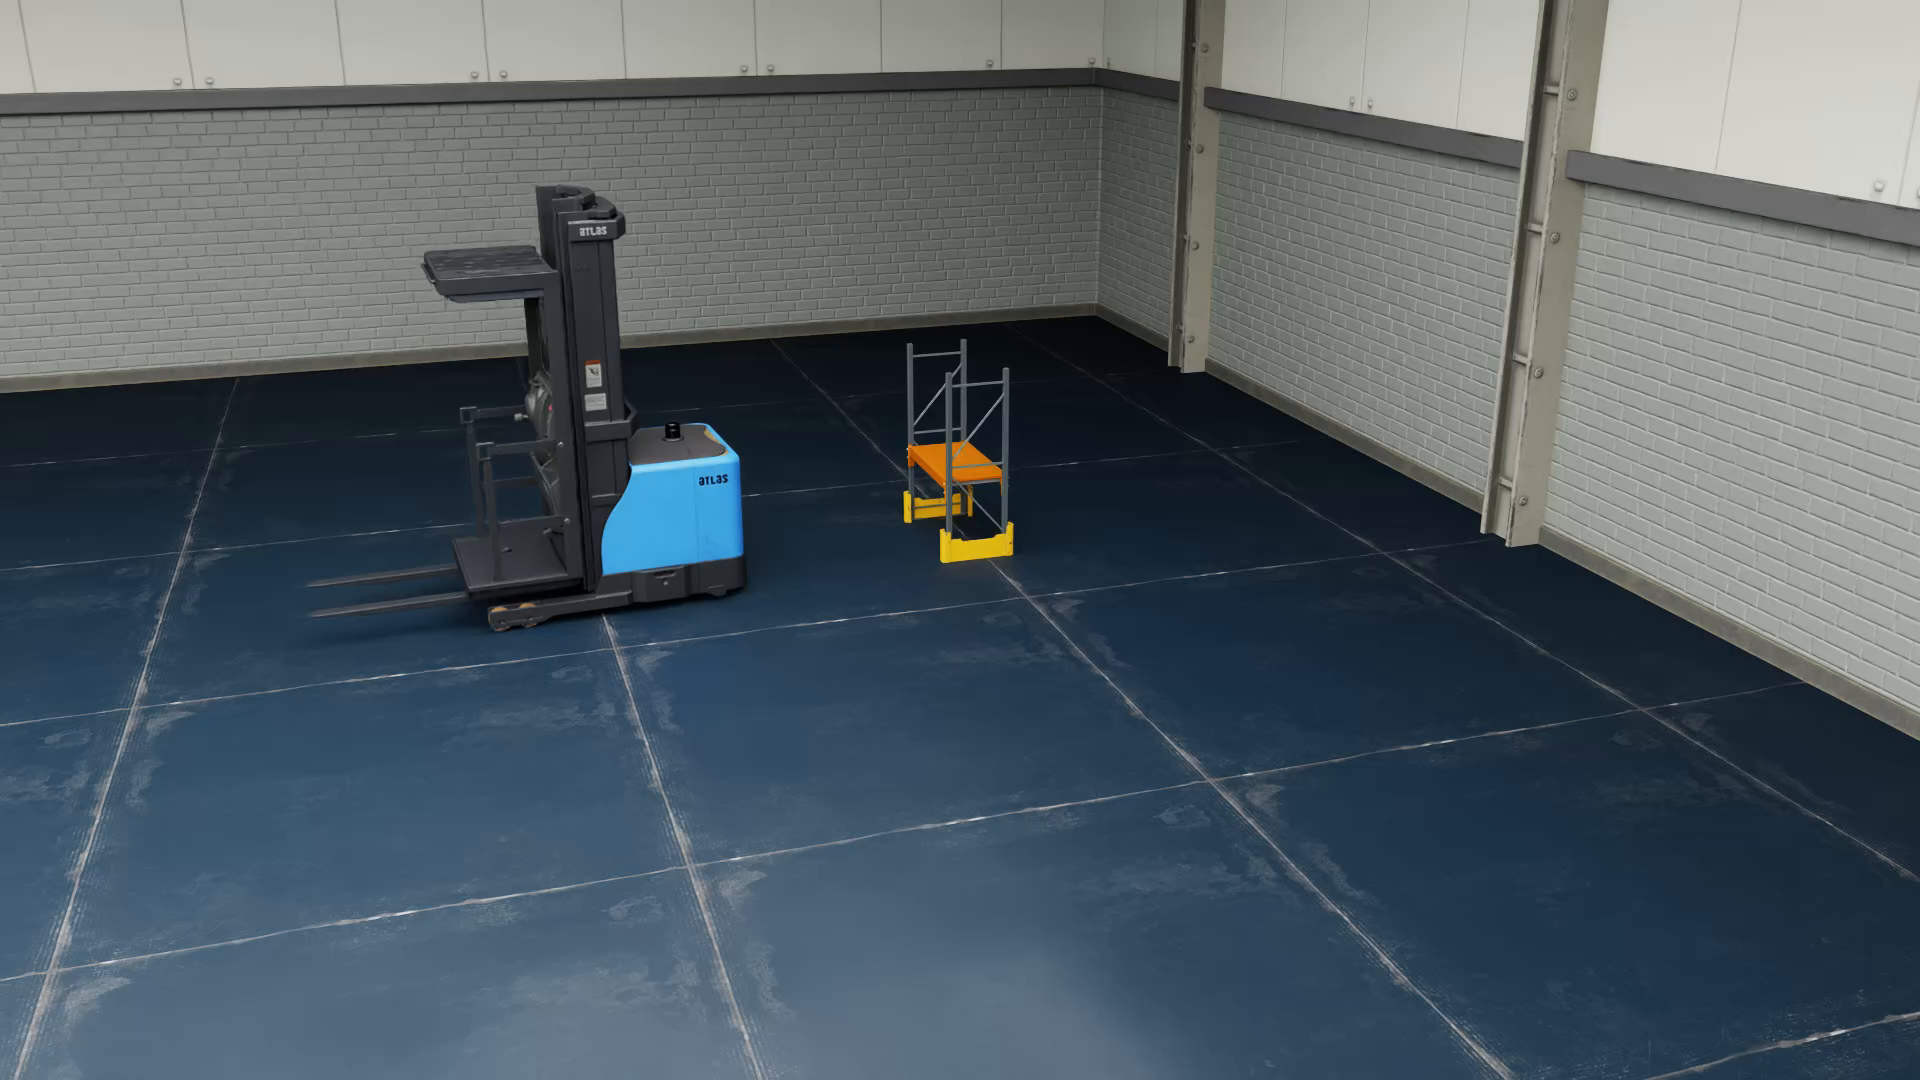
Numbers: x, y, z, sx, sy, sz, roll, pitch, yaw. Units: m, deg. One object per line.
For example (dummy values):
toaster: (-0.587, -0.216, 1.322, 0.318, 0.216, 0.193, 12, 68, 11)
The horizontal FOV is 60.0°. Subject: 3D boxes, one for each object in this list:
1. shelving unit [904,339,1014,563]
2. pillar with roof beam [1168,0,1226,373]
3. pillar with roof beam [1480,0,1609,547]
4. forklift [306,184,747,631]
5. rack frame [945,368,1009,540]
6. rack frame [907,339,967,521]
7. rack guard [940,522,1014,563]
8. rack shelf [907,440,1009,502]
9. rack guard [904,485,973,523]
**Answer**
shelving unit: (-0.024, -0.730, 13.231, 0.587, 1.500, 1.083, -6, 21, -17)
pillar with roof beam: (-1.512, -5.726, 16.045, 9.100, 9.000, 0.400, -6, 21, -17)
pillar with roof beam: (0.374, -3.800, 10.684, 9.100, 9.000, 0.400, -6, 21, -17)
forklift: (-3.144, -0.944, 11.709, 3.031, 2.935, 1.130, -8, 21, -21)
rack frame: (0.133, -0.570, 12.785, 0.500, 1.500, 0.032, -6, 21, -17)
rack frame: (-0.187, -0.896, 13.693, 0.500, 1.500, 0.032, -6, 21, -17)
rack guard: (0.133, 0.018, 12.997, 0.587, 0.250, 0.087, -6, 21, -17)
rack shelf: (-0.027, -0.564, 13.300, 0.538, 0.185, 1.000, -6, 21, -17)
rack guard: (-0.180, -0.302, 13.887, 0.587, 0.250, 0.087, -6, 21, -17)
